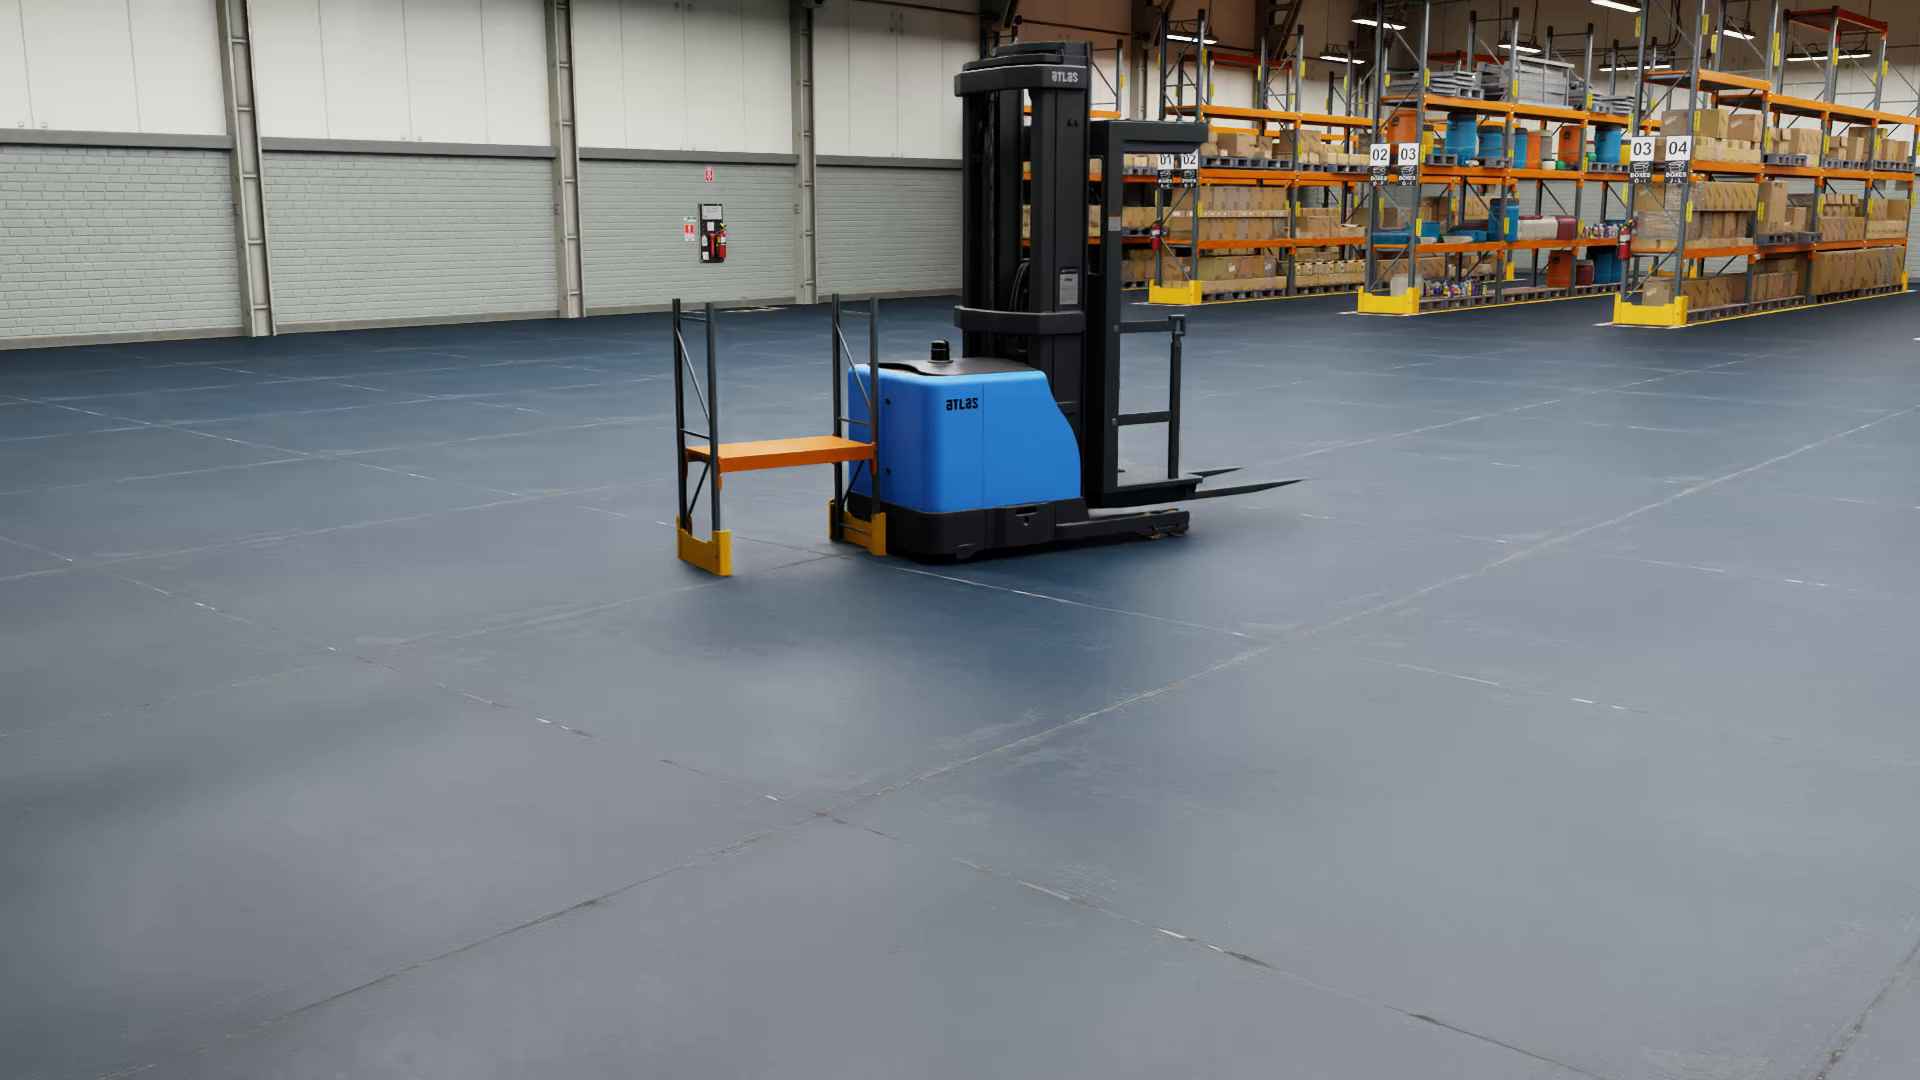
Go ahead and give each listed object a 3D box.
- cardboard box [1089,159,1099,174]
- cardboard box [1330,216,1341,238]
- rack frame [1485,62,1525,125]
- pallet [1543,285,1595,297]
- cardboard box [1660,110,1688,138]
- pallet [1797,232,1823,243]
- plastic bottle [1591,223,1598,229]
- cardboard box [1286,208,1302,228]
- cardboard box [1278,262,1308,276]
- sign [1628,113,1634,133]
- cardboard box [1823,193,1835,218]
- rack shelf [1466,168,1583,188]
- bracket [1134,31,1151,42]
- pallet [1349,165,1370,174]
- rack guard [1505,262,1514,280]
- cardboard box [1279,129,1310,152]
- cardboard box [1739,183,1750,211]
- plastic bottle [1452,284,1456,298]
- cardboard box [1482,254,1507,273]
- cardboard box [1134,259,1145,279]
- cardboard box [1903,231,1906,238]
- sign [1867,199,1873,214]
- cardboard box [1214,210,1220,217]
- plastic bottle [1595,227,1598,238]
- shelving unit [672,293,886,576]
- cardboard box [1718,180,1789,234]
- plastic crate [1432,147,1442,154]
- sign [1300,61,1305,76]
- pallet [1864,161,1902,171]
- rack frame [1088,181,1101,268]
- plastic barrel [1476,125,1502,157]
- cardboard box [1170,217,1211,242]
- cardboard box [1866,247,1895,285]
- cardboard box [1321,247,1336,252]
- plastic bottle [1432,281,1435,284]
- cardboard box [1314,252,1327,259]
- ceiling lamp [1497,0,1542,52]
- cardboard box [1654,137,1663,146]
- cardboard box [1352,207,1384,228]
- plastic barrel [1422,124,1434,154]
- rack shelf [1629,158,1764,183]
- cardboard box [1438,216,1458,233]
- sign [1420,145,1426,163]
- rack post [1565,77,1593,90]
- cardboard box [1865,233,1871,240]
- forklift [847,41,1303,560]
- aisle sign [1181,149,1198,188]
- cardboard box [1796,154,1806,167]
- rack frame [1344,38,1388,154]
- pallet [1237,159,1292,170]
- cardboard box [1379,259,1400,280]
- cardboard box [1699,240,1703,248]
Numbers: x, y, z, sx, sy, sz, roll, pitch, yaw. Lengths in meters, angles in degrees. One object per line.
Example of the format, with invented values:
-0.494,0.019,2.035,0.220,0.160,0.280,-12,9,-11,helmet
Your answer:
3.034,-9.112,40.211,0.500,0.500,0.500,8,14,36,cardboard box
8.794,-7.510,39.899,0.500,0.500,0.500,9,14,37,cardboard box
15.170,-11.829,46.461,1.000,3.000,0.127,10,15,40,rack frame
14.097,-5.823,38.827,1.003,0.211,1.213,10,15,40,pallet
12.880,-7.424,29.771,0.500,0.500,0.500,10,15,40,cardboard box
16.938,-6.216,34.165,1.213,0.211,1.003,10,15,40,pallet
14.957,-7.294,39.197,0.144,0.351,0.185,10,15,40,plastic bottle
9.177,-9.163,47.666,0.980,0.700,0.700,10,15,41,cardboard box
7.709,-6.283,38.526,0.500,0.311,0.500,10,15,41,cardboard box
11.644,-7.232,28.841,0.100,0.325,0.005,10,15,40,sign
18.255,-7.171,35.639,0.797,0.503,0.637,10,15,42,cardboard box
12.287,-7.893,36.250,1.077,0.370,4.000,10,15,40,rack shelf
4.651,-12.871,42.486,0.235,0.232,0.430,10,15,40,bracket
9.508,-8.977,40.323,1.213,0.211,1.003,11,16,43,pallet
15.120,-7.650,47.238,1.175,0.500,0.348,10,15,40,rack guard
7.686,-9.178,38.244,0.500,0.500,0.500,10,15,41,cardboard box
14.268,-6.350,30.778,0.500,0.500,0.500,10,15,40,cardboard box
9.984,-5.047,33.664,0.097,0.271,0.097,0,11,0,plastic bottle
14.996,-7.765,46.690,0.500,0.500,0.500,10,15,40,cardboard box
4.302,-6.945,42.581,0.700,0.500,0.500,9,15,39,cardboard box
22.621,-7.388,40.182,0.380,0.149,0.250,10,15,41,cardboard box
20.383,-7.478,37.237,0.100,0.325,0.005,10,15,40,sign
5.367,-7.006,35.718,0.380,0.149,0.250,10,15,41,cardboard box
14.843,-7.178,38.817,0.097,0.271,0.097,0,11,0,plastic bottle
-1.038,-0.640,9.585,1.083,1.500,0.587,-7,13,-32,shelving unit
15.317,-6.439,32.189,1.000,1.000,1.000,10,15,41,cardboard box
9.359,-7.675,33.361,0.392,0.384,0.575,10,15,40,plastic crate
7.650,-10.524,37.137,0.100,0.325,0.005,10,15,40,sign
21.322,-8.743,38.892,1.003,0.211,1.213,10,15,40,pallet
3.525,-7.762,41.413,1.000,3.000,0.127,10,15,40,rack frame
11.140,-8.300,35.172,0.600,0.901,0.708,10,15,40,plastic barrel
4.926,-6.649,35.589,0.700,0.500,0.500,10,15,40,cardboard box
21.646,-6.532,39.607,0.875,0.875,0.875,10,15,40,cardboard box
10.944,-8.629,49.411,0.380,0.149,0.250,10,15,42,cardboard box
9.858,-5.253,34.663,0.061,0.283,0.133,11,15,43,plastic bottle
10.398,-8.244,49.136,0.700,0.500,0.500,9,14,39,cardboard box
14.006,-13.630,40.576,0.800,3.185,2.000,10,15,40,ceiling lamp
11.996,-6.926,28.936,0.380,0.149,0.250,10,15,40,cardboard box
10.220,-8.072,41.642,0.700,0.500,0.500,4,12,21,cardboard box
8.984,-7.846,32.622,0.600,0.588,0.600,0,11,0,plastic barrel
13.368,-6.664,30.097,1.077,0.370,4.000,10,15,40,rack shelf
13.071,-8.388,44.291,0.500,0.500,0.500,10,15,42,cardboard box
8.737,-7.296,31.400,0.100,0.325,0.005,10,15,40,sign
14.048,-10.391,37.946,0.624,0.289,0.986,10,15,40,rack post
20.414,-6.895,37.714,0.380,0.149,0.250,10,15,40,cardboard box
0.828,-1.518,10.329,3.031,2.935,1.130,-7,13,-31,forklift
4.795,-7.759,34.761,0.394,0.787,0.004,10,15,40,aisle sign
16.548,-7.576,33.210,0.500,0.250,0.500,10,15,42,cardboard box
9.889,-10.652,40.568,1.000,3.000,0.127,10,15,40,rack frame
6.705,-8.420,37.279,1.003,0.211,1.213,10,15,40,pallet
10.746,-6.808,41.897,0.500,0.500,0.500,9,14,38,cardboard box
12.920,-5.248,29.471,0.380,0.149,0.250,10,15,40,cardboard box
